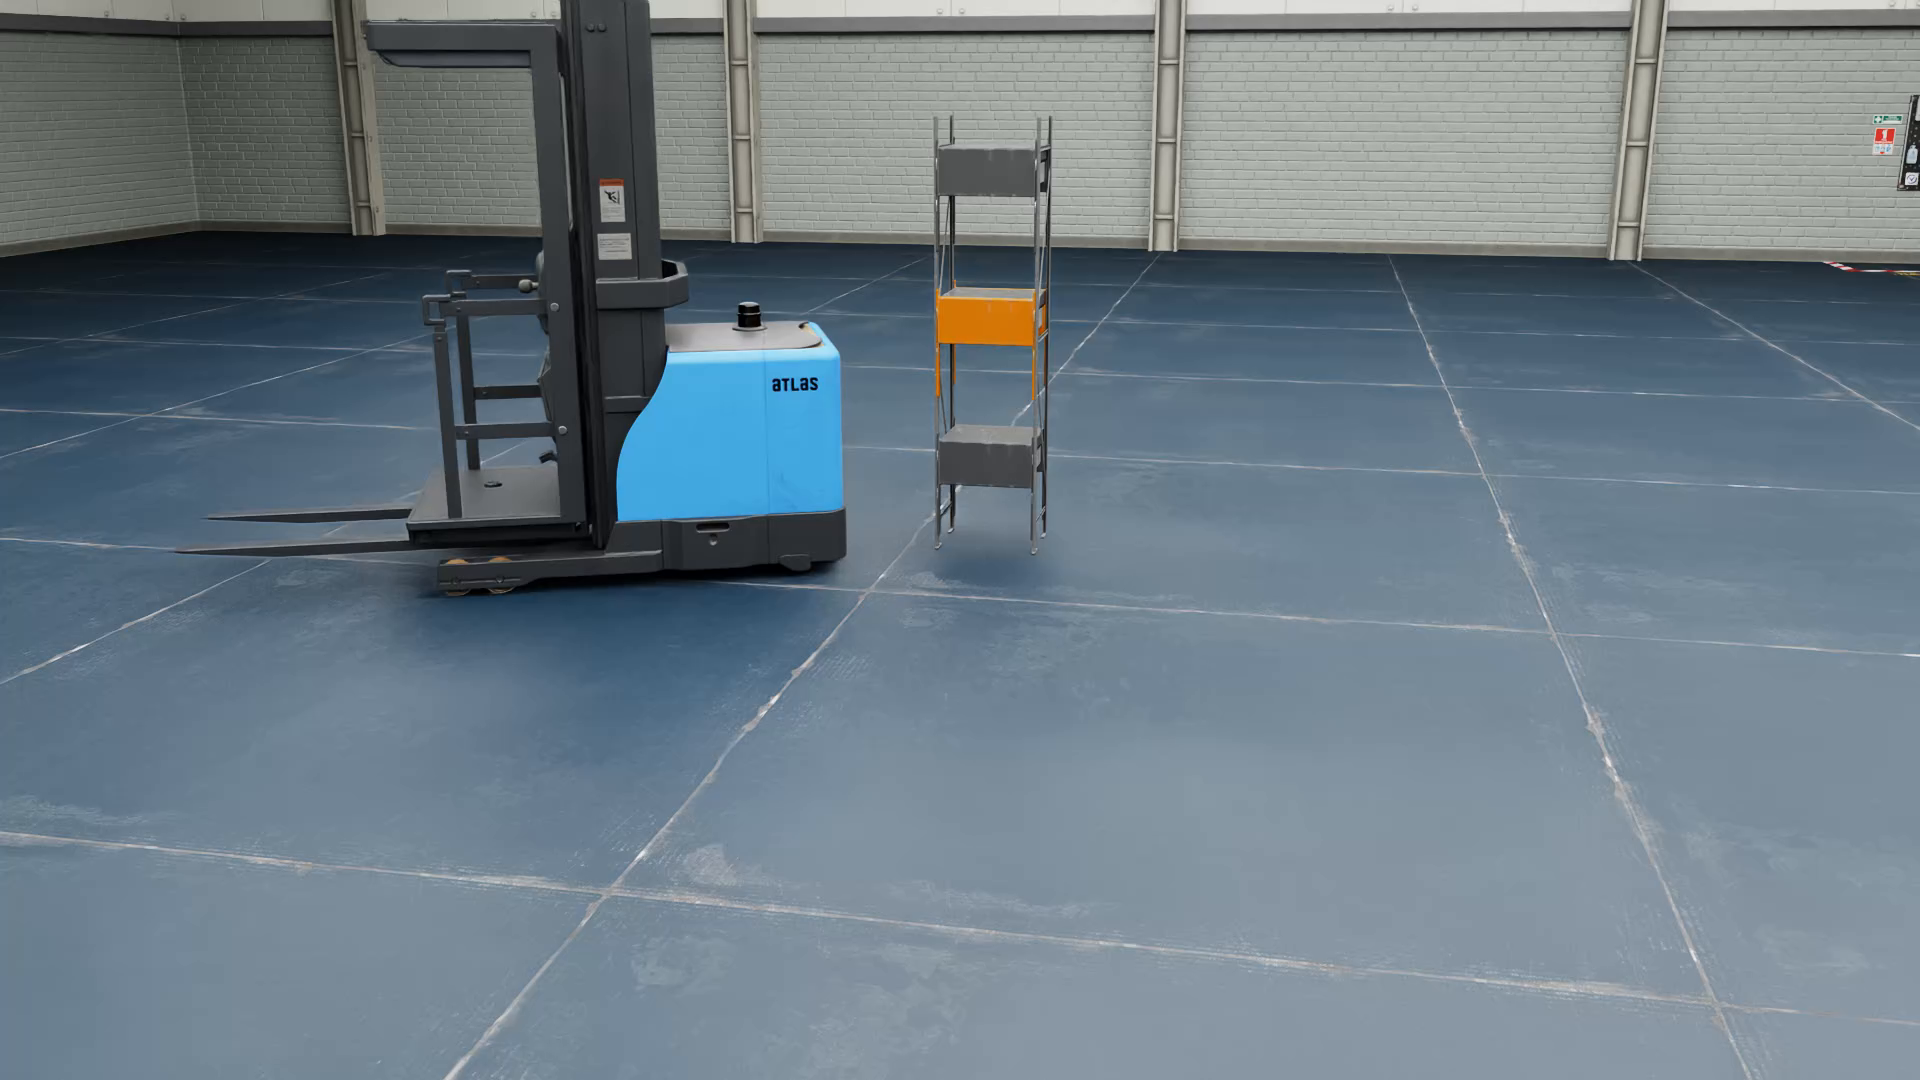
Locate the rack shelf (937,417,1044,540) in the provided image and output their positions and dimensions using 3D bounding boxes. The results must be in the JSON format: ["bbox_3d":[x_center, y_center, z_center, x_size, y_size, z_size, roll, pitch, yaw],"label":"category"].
[{"bbox_3d":[0.162,-0.315,8.370,0.480,0.518,0.431,3,16,11],"label":"rack shelf"}]

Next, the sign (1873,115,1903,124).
[{"bbox_3d":[11.632,-5.273,20.848,0.331,0.109,0.001,3,16,11],"label":"sign"}]

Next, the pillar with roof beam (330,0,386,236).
[{"bbox_3d":[-9.812,-7.846,19.961,0.400,9.000,9.100,3,16,11],"label":"pillar with roof beam"}]

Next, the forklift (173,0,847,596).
[{"bbox_3d":[-2.112,-1.310,7.729,3.031,2.935,1.130,-3,16,-11],"label":"forklift"}]

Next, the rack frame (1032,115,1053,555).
[{"bbox_3d":[0.401,-0.990,8.133,0.015,2.100,0.400,3,16,11],"label":"rack frame"}]

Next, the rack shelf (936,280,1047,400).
[{"bbox_3d":[0.162,-0.990,8.184,0.480,0.518,0.431,3,16,11],"label":"rack shelf"}]

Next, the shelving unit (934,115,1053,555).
[{"bbox_3d":[0.162,-1.003,8.180,0.503,2.100,0.431,3,16,11],"label":"shelving unit"}]

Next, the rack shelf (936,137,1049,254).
[{"bbox_3d":[0.162,-1.665,7.997,0.480,0.518,0.431,3,16,11],"label":"rack shelf"}]

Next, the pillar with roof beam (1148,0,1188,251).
[{"bbox_3d":[1.948,-7.208,17.656,0.400,9.000,9.100,3,16,11],"label":"pillar with roof beam"}]

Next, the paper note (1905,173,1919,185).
[{"bbox_3d":[11.991,-4.549,20.946,0.142,0.148,0.016,3,16,11],"label":"paper note"}]

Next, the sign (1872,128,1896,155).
[{"bbox_3d":[11.630,-5.020,20.928,0.234,0.329,0.001,3,16,11],"label":"sign"}]

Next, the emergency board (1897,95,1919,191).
[{"bbox_3d":[12.146,-4.951,20.748,0.626,1.169,0.157,3,16,11],"label":"emergency board"}]

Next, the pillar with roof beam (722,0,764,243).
[{"bbox_3d":[-3.932,-7.527,18.809,0.400,9.000,9.100,3,16,11],"label":"pillar with roof beam"}]

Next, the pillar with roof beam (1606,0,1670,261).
[{"bbox_3d":[7.827,-6.889,16.504,0.400,9.000,9.100,3,16,11],"label":"pillar with roof beam"}]

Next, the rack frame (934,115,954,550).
[{"bbox_3d":[-0.077,-1.016,8.227,0.015,2.100,0.400,3,16,11],"label":"rack frame"}]
